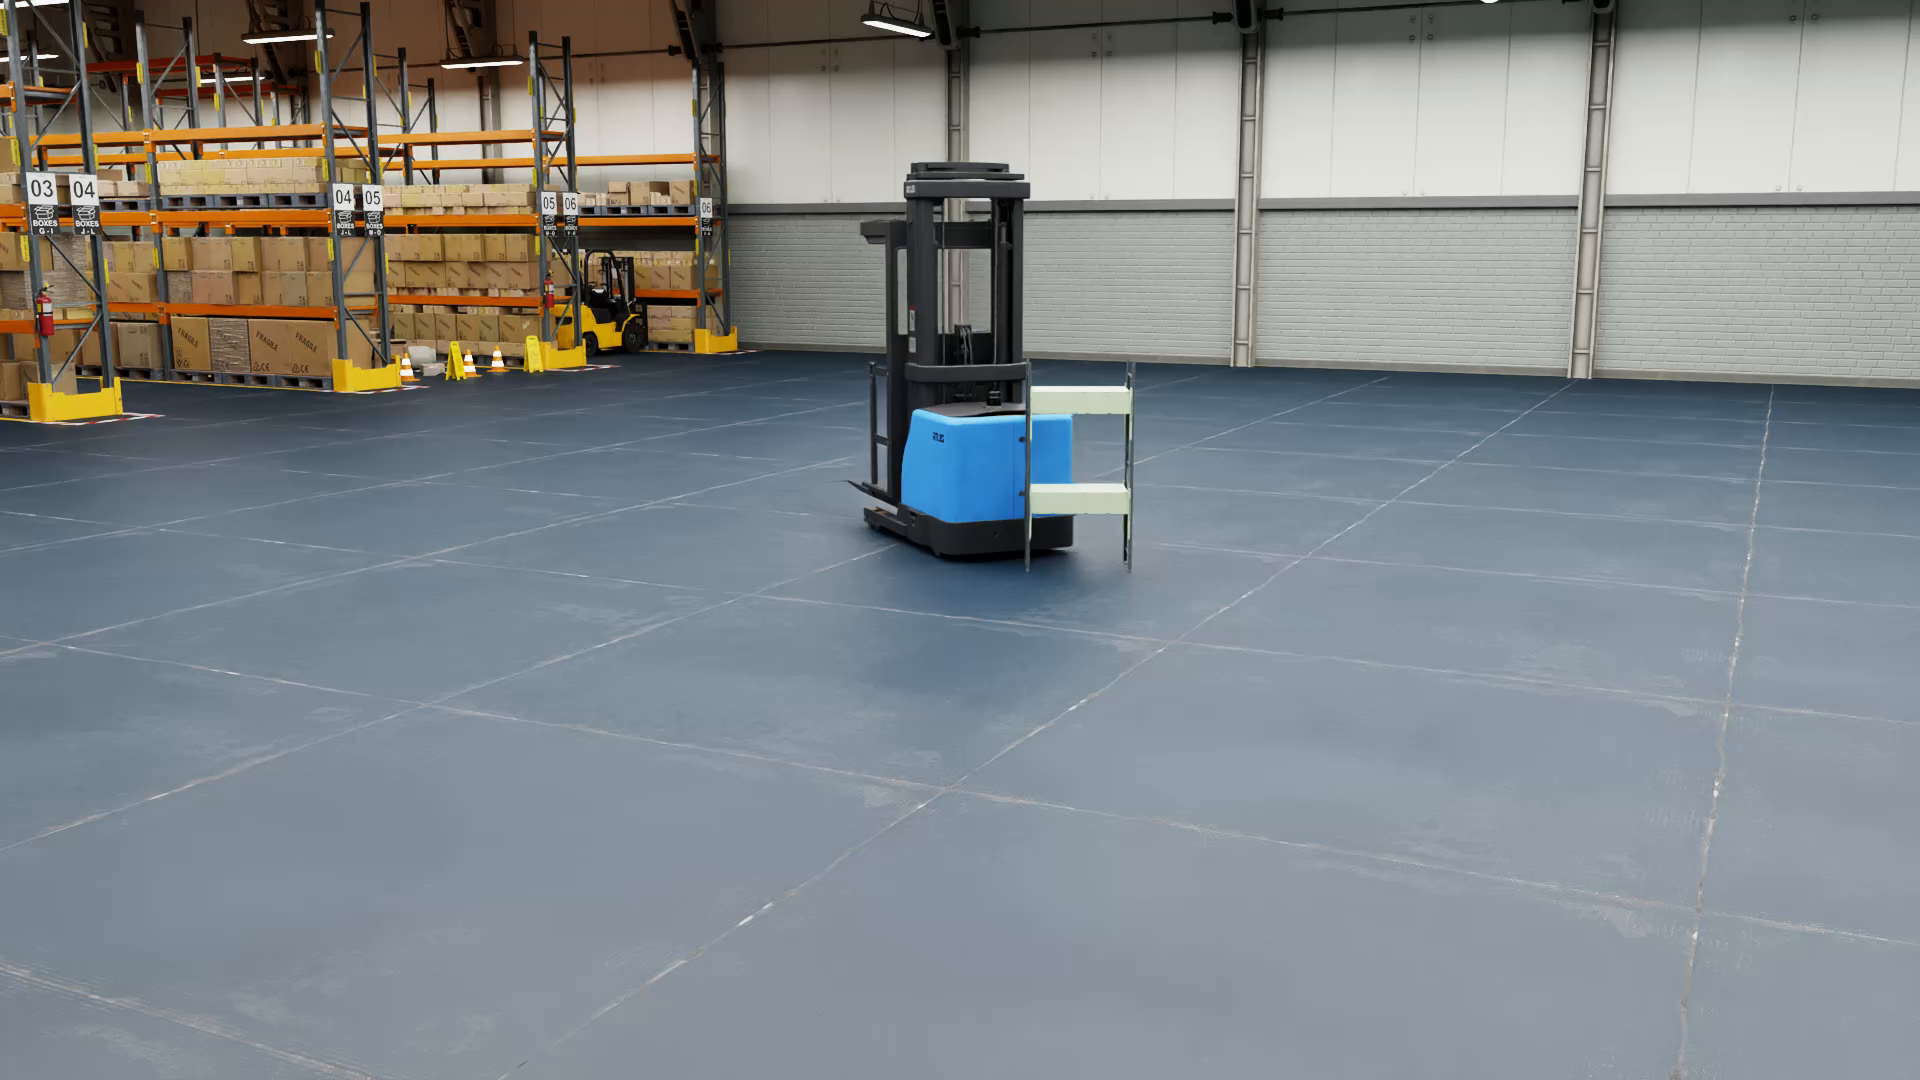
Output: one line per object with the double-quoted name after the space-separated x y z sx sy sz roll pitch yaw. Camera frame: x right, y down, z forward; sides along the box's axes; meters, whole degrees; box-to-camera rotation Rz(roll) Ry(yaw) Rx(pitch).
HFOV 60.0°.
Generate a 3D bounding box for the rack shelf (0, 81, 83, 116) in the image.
-13.581 -5.874 22.448 4.000 0.370 1.077 5 11 26 "rack shelf"

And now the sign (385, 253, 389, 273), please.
-9.251 -4.457 26.783 0.005 0.325 0.100 5 11 26 "sign"

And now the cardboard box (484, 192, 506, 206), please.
-8.425 -6.291 30.729 0.500 0.250 0.500 5 11 25 "cardboard box"

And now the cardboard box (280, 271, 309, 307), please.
-10.358 -4.040 26.708 0.550 0.550 0.875 5 11 26 "cardboard box"

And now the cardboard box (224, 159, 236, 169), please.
-11.549 -6.017 26.639 0.250 0.149 0.380 5 11 26 "cardboard box"

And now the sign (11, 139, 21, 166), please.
-12.051 -4.945 21.220 0.005 0.325 0.100 5 11 26 "sign"

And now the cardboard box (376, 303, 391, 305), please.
-13.630 -5.493 39.176 0.250 0.149 0.380 5 12 27 "cardboard box"

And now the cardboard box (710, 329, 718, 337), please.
-5.563 -4.419 35.768 0.500 0.250 0.500 5 11 26 "cardboard box"

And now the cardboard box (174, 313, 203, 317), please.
-15.957 -4.633 35.193 0.875 0.875 0.875 5 11 27 "cardboard box"

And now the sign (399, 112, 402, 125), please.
-12.615 -9.489 37.549 0.005 0.325 0.100 5 11 26 "sign"

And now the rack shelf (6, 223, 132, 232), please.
-19.957 -6.928 36.684 4.000 0.370 1.077 5 11 26 "rack shelf"

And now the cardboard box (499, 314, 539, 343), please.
-8.236 -3.947 31.051 0.500 0.500 0.500 5 11 26 "cardboard box"

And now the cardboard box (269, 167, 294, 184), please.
-10.513 -5.742 26.238 0.500 0.250 0.500 5 11 26 "cardboard box"

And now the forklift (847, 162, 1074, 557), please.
-0.152 -1.540 13.512 1.130 2.935 3.031 -4 11 -21 "forklift"

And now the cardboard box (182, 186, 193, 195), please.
-12.457 -5.705 27.151 0.250 0.149 0.380 5 11 26 "cardboard box"

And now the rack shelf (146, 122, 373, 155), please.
-11.296 -6.463 26.816 4.000 0.370 1.077 5 11 26 "rack shelf"

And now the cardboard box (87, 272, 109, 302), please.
-14.582 -4.347 28.544 0.500 0.500 0.500 5 11 26 "cardboard box"

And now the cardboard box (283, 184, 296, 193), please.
-10.406 -5.525 26.156 0.250 0.149 0.380 5 11 27 "cardboard box"

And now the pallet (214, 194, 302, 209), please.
-11.270 -5.489 26.964 1.213 0.211 1.003 5 11 26 "pallet"

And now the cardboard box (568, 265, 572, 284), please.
-8.514 -5.784 36.483 0.500 0.500 0.500 5 11 24 "cardboard box"

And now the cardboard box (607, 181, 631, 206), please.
-7.096 -7.423 35.651 0.637 0.503 0.797 5 12 28 "cardboard box"

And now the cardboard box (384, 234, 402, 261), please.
-10.691 -5.636 32.026 0.500 0.500 0.700 5 11 25 "cardboard box"

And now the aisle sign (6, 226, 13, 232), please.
-21.678 -7.298 37.832 0.004 0.787 0.394 5 11 26 "aisle sign"

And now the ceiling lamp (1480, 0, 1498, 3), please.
7.732 -9.419 23.614 0.800 3.185 2.000 5 11 26 "ceiling lamp"

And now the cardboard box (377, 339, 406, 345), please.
-10.631 -3.487 31.089 0.500 0.500 0.500 -4 11 -23 "cardboard box"

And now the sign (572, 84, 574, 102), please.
-7.162 -8.240 30.646 0.005 0.325 0.100 5 11 26 "sign"

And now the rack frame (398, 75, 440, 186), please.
-12.384 -9.078 38.123 0.127 3.000 1.000 5 11 26 "rack frame"

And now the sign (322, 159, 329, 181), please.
-9.755 -5.691 25.568 0.005 0.325 0.100 5 11 26 "sign"

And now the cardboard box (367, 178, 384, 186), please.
-11.566 -6.898 32.338 0.500 0.250 0.500 5 12 27 "cardboard box"

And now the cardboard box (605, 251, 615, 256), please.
-7.452 -6.164 35.931 0.250 0.149 0.380 5 11 26 "cardboard box"

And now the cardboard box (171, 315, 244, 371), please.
-12.556 -3.320 27.938 0.875 0.875 0.875 5 11 27 "cardboard box"

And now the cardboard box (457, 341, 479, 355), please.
-9.179 -3.660 31.569 0.500 0.250 0.500 5 11 24 "cardboard box"

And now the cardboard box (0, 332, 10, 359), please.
-17.382 -3.521 30.104 0.500 0.500 0.500 5 11 26 "cardboard box"

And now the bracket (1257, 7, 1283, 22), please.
5.541 -9.383 29.699 0.430 0.232 0.235 5 11 26 "bracket"

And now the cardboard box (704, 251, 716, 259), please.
-5.416 -6.071 35.415 0.250 0.149 0.380 5 11 25 "cardboard box"

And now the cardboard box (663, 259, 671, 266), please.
-6.092 -5.892 35.263 0.250 0.149 0.380 5 12 27 "cardboard box"

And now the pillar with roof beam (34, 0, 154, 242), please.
-23.482 -9.378 39.776 0.548 9.000 9.100 5 11 26 "pillar with roof beam"

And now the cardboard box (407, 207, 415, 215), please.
-10.337 -6.275 31.763 0.250 0.149 0.380 5 11 26 "cardboard box"

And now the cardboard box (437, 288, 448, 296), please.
-9.706 -4.716 31.570 0.250 0.149 0.380 5 11 26 "cardboard box"

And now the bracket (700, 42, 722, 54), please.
-5.220 -10.328 34.923 0.430 0.232 0.235 5 11 26 "bracket"

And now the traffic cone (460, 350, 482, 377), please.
-8.545 -3.078 28.939 0.334 0.463 0.336 5 11 26 "traffic cone"

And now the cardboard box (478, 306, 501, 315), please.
-8.819 -4.305 31.206 0.250 0.149 0.380 5 12 27 "cardboard box"

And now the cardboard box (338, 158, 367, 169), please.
-9.660 -5.982 26.444 0.250 0.149 0.380 5 11 26 "cardboard box"

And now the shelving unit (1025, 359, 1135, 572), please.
0.856 -0.541 12.010 0.755 1.500 0.431 0 10 0 "shelving unit"

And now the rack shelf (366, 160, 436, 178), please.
-14.177 -8.685 39.093 4.000 0.370 1.077 5 11 26 "rack shelf"

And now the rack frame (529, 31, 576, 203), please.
-7.402 -7.655 30.258 0.127 3.000 1.000 5 11 26 "rack frame"

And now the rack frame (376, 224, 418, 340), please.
-10.989 -5.018 32.533 0.127 3.000 1.000 5 11 26 "rack frame"

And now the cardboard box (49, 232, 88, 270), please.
-12.160 -3.894 22.402 0.500 0.500 0.500 5 11 26 "cardboard box"

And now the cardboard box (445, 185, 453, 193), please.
-9.421 -6.576 31.189 0.250 0.149 0.380 5 12 27 "cardboard box"

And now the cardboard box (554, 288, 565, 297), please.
-7.615 -4.639 31.145 0.250 0.149 0.380 5 11 26 "cardboard box"

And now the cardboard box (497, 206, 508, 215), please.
-8.307 -6.079 30.681 0.250 0.149 0.380 5 12 28 "cardboard box"

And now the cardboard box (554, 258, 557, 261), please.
-9.017 -6.241 37.191 0.250 0.149 0.380 5 11 25 "cardboard box"

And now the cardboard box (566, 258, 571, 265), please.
-8.394 -6.092 36.366 0.250 0.149 0.380 5 12 27 "cardboard box"

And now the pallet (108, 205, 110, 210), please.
-15.071 -5.788 28.895 1.213 0.211 1.003 6 12 28 "pallet"

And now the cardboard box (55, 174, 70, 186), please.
-11.932 -4.777 22.081 0.250 0.149 0.380 5 11 25 "cardboard box"
